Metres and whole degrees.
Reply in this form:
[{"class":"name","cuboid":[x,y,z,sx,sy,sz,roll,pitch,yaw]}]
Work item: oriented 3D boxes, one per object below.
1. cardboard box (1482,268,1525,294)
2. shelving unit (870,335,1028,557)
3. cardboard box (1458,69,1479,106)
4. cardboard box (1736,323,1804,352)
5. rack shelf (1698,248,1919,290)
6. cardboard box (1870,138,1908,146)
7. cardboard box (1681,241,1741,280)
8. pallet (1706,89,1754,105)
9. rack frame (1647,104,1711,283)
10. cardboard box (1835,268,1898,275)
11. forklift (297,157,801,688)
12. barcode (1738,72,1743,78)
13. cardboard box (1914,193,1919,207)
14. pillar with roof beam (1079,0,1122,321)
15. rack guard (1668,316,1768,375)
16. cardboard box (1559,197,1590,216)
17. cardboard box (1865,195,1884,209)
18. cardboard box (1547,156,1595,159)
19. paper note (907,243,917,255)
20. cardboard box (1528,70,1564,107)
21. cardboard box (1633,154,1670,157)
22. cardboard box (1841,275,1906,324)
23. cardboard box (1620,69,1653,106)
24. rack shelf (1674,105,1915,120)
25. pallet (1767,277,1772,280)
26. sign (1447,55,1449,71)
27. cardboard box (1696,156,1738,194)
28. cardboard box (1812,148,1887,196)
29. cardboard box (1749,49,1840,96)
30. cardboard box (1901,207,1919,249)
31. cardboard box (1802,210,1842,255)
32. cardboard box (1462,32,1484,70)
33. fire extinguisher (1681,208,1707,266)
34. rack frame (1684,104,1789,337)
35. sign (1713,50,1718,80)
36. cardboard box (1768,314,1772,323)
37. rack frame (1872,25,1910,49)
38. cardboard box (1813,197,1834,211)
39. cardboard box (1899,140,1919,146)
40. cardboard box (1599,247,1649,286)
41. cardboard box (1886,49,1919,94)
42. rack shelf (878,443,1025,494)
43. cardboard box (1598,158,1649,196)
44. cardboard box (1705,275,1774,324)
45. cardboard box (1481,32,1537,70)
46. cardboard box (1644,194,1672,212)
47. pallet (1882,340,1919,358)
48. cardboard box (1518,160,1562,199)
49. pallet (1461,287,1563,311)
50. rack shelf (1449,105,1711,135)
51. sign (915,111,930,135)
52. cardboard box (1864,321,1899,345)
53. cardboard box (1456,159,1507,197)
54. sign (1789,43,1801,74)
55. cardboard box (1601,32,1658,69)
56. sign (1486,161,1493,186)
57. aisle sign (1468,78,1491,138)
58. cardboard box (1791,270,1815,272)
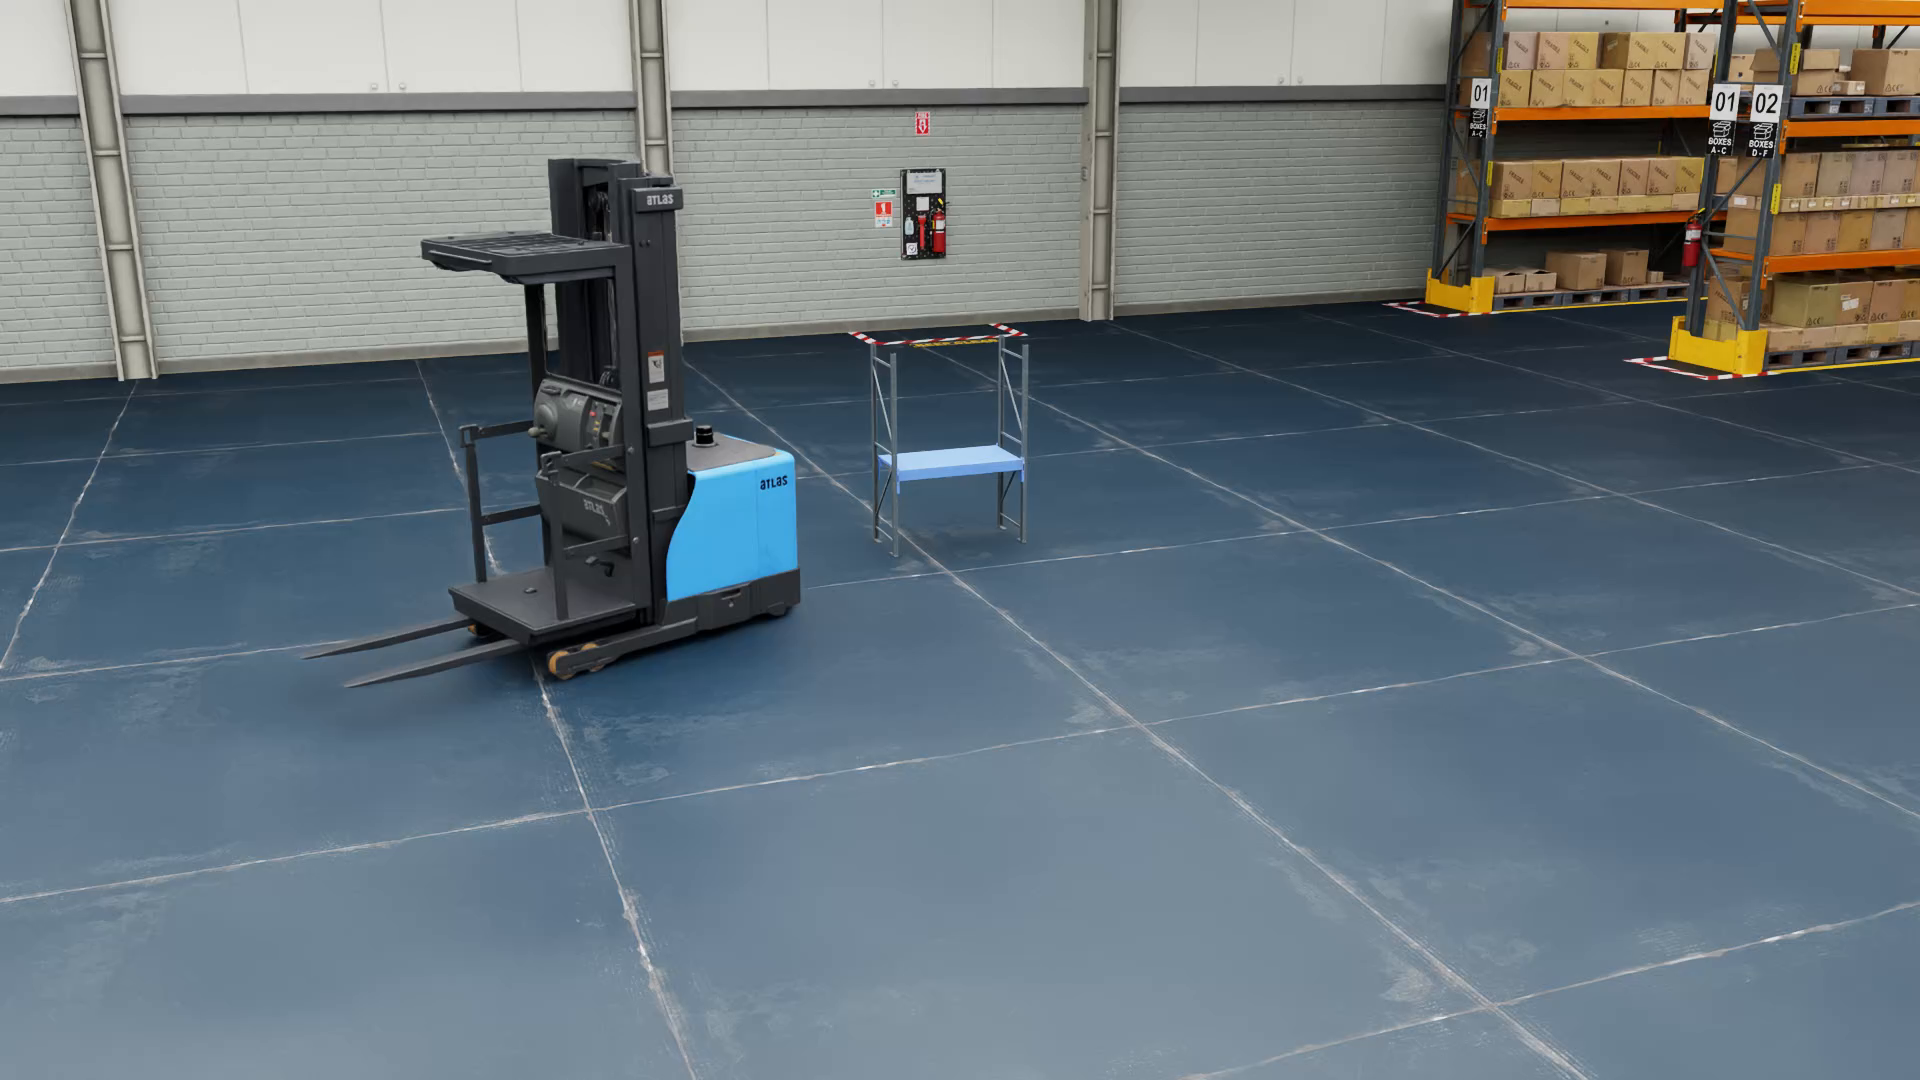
[{"class":"cardboard box","cuboid":[7.817,-3.771,24.107,0.500,0.311,0.500,-8,18,-26]},{"class":"shelving unit","cuboid":[-0.080,-0.711,12.358,1.048,1.500,0.538,-6,17,-20]},{"class":"cardboard box","cuboid":[7.437,-6.409,23.564,0.500,0.500,0.500,-5,17,-16]},{"class":"cardboard box","cuboid":[9.495,-2.379,19.509,0.500,0.250,0.500,-6,17,-20]},{"class":"rack shelf","cuboid":[10.782,-3.357,19.984,4.000,0.370,1.077,-6,17,-20]},{"class":"cardboard box","cuboid":[14.939,-6.284,26.603,0.500,0.250,0.500,-6,17,-19]},{"class":"cardboard box","cuboid":[11.555,-4.297,25.564,0.500,0.500,0.700,-6,17,-18]},{"class":"pallet","cuboid":[11.488,-6.591,24.727,1.003,0.211,1.213,-6,17,-20]},{"class":"rack frame","cuboid":[10.874,-5.207,25.007,0.127,3.000,1.000,-6,17,-20]},{"class":"cardboard box","cuboid":[11.171,-3.081,20.570,0.500,0.500,0.500,-6,17,-20]},{"class":"forklift","cuboid":[-2.470,-0.749,9.948,3.031,2.935,1.130,-15,22,-41]},{"class":"barcode","cuboid":[9.024,-5.376,19.228,0.075,0.075,0.001,-6,17,-20]},{"class":"cardboard box","cuboid":[11.286,-4.052,19.744,0.250,0.149,0.380,-6,17,-18]},{"class":"pillar with roof beam","cuboid":[3.420,-6.243,17.886,0.400,9.000,9.100,-6,17,-20]},{"class":"rack guard","cuboid":[8.892,-2.299,19.540,0.348,0.500,1.175,-6,17,-20]},{"class":"cardboard box","cuboid":[8.665,-4.813,23.895,0.500,0.250,0.500,-6,18,-21]},{"class":"cardboard box","cuboid":[10.560,-3.973,19.477,0.250,0.149,0.380,-6,18,-21]},{"class":"cardboard box","cuboid":[8.927,-5.357,24.416,0.500,0.500,0.500,-6,17,-19]},{"class":"paper note","cuboid":[-0.631,-3.836,21.900,0.142,0.148,0.016,-6,17,-20]},{"class":"cardboard box","cuboid":[8.054,-6.313,23.237,0.500,0.500,0.500,-5,17,-16]},{"class":"cardboard box","cuboid":[10.360,-5.512,24.945,0.500,0.500,0.500,-7,18,-21]},{"class":"cardboard box","cuboid":[10.896,-2.889,19.916,0.500,0.500,0.500,-6,17,-20]},{"class":"cardboard box","cuboid":[9.510,-6.475,23.786,0.500,0.500,0.500,-7,18,-22]},{"class":"rack shelf","cuboid":[12.741,-6.503,25.372,4.000,0.370,1.077,-6,17,-20]},{"class":"pallet","cuboid":[12.741,-4.072,26.091,1.213,0.211,1.003,-6,17,-20]},{"class":"sign","cuboid":[6.959,-6.816,23.590,0.005,0.325,0.100,-6,17,-20]},{"class":"cardboard box","cuboid":[11.361,-5.509,25.075,0.500,0.500,0.700,-6,17,-20]},{"class":"cardboard box","cuboid":[10.364,-4.326,19.526,0.500,0.500,0.700,-6,17,-20]},{"class":"cardboard box","cuboid":[9.453,-5.315,18.874,0.637,0.503,0.797,-5,17,-16]},{"class":"cardboard box","cuboid":[11.277,-3.801,20.042,0.500,0.500,0.700,-6,17,-19]},{"class":"cardboard box","cuboid":[9.844,-3.647,19.516,0.500,0.500,0.700,-6,17,-19]},{"class":"cardboard box","cuboid":[7.447,-6.893,23.435,0.500,0.500,0.500,-5,17,-18]},{"class":"fire extinguisher","cuboid":[8.638,-3.574,19.583,0.183,0.674,0.296,-6,17,-20]},{"class":"rack frame","cuboid":[8.914,-3.501,19.196,0.127,3.000,1.000,-6,17,-20]},{"class":"sign","cuboid":[8.733,-5.471,19.151,0.005,0.325,0.100,-6,17,-20]},{"class":"cardboard box","cuboid":[9.772,-2.568,20.156,0.500,0.250,0.500,-6,17,-20]},{"class":"rack frame","cuboid":[14.609,-8.489,25.535,0.127,3.000,1.000,-6,17,-20]},{"class":"cardboard box","cuboid":[9.837,-3.895,19.210,0.250,0.149,0.380,-6,17,-20]},{"class":"cardboard box","cuboid":[15.152,-6.151,26.150,0.500,0.250,0.500,-6,17,-19]},{"class":"cardboard box","cuboid":[9.919,-4.104,24.905,0.500,0.500,0.500,-8,18,-24]},{"class":"cardboard box","cuboid":[11.067,-5.529,19.601,0.637,0.503,0.797,-4,17,-14]},{"class":"rack shelf","cuboid":[-0.080,-0.538,12.408,1.000,0.185,0.538,-6,17,-20]},{"class":"cardboard box","cuboid":[9.605,-5.276,24.140,0.500,0.500,0.500,-7,18,-22]},{"class":"cardboard box","cuboid":[9.309,-2.875,19.870,0.500,0.500,0.500,-6,17,-20]},{"class":"cardboard box","cuboid":[7.585,-6.755,22.968,0.500,0.500,0.500,-8,18,-24]},{"class":"cardboard box","cuboid":[10.072,-4.969,24.427,0.500,0.250,0.500,-6,17,-20]},{"class":"pallet","cuboid":[11.892,-2.497,20.727,1.213,0.211,1.003,-6,17,-20]},{"class":"cardboard box","cuboid":[8.157,-5.118,23.601,0.500,0.500,0.500,-6,17,-20]},{"class":"pallet","cuboid":[7.981,-3.546,24.300,1.213,0.211,1.003,-6,17,-20]},{"class":"rack shelf","cuboid":[9.006,-6.100,23.999,4.000,0.370,1.077,-6,17,-20]},{"class":"sign","cuboid":[-0.485,-5.396,21.534,0.199,0.298,0.001,-6,17,-20]},{"class":"cardboard box","cuboid":[10.896,-2.529,20.023,0.500,0.250,0.500,-6,17,-20]},{"class":"cardboard box","cuboid":[7.502,-5.205,23.898,0.500,0.500,0.500,-6,18,-21]},{"class":"sign","cuboid":[9.107,-5.251,18.140,0.005,0.325,0.100,-6,17,-20]},{"class":"cardboard box","cuboid":[9.511,-6.948,23.625,0.500,0.500,0.500,-7,18,-22]},{"class":"sign","cuboid":[7.333,-5.077,23.025,0.005,0.325,0.100,-6,17,-20]},{"class":"aisle sign","cuboid":[7.179,-5.965,22.974,0.004,0.787,0.394,-6,17,-20]},{"class":"cardboard box","cuboid":[12.979,-4.457,26.108,0.500,0.500,0.700,-6,17,-20]}]
